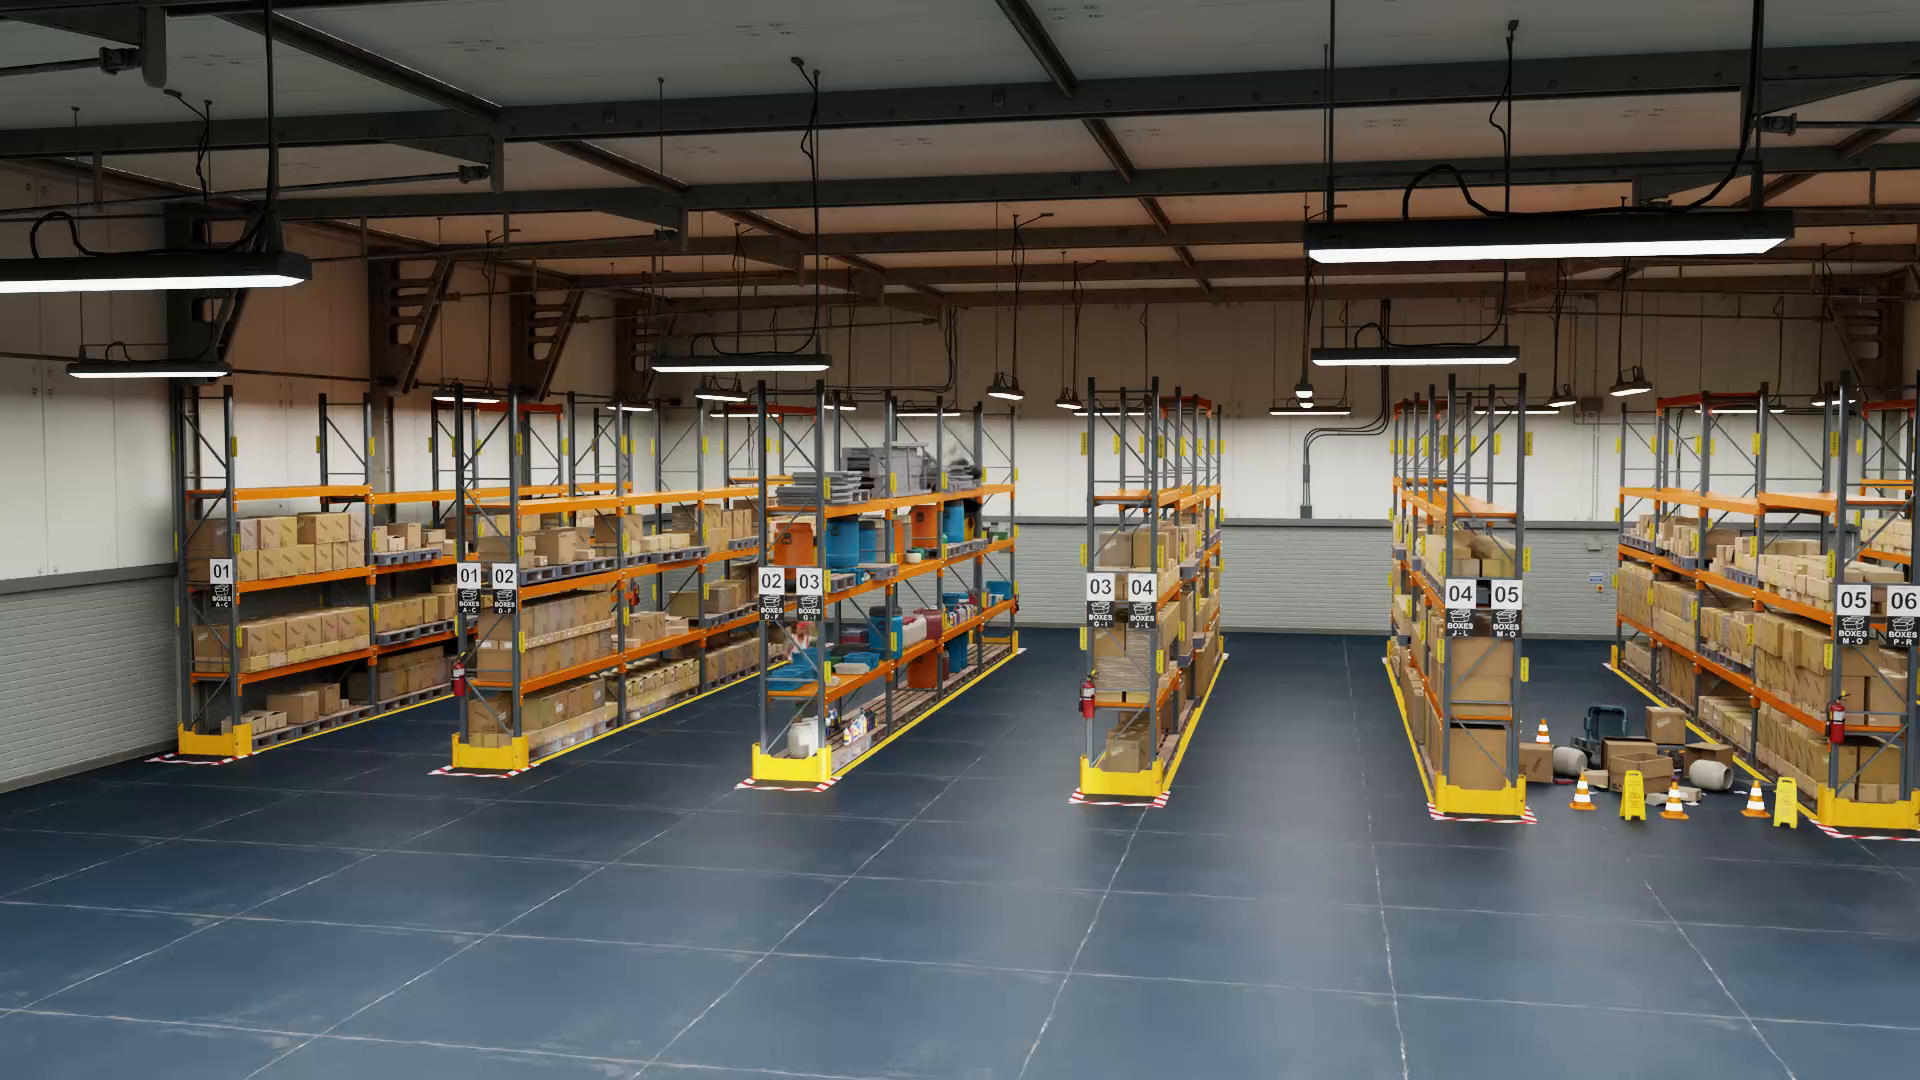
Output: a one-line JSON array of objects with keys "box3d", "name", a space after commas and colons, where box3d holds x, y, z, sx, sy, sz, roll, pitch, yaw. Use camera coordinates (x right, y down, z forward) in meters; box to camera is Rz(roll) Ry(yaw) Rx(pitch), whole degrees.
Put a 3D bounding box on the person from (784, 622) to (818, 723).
[{"box3d": [-2.948, 2.395, 30.719, 0.622, 1.796, 1.154, 1, 3, 19], "name": "person"}]
